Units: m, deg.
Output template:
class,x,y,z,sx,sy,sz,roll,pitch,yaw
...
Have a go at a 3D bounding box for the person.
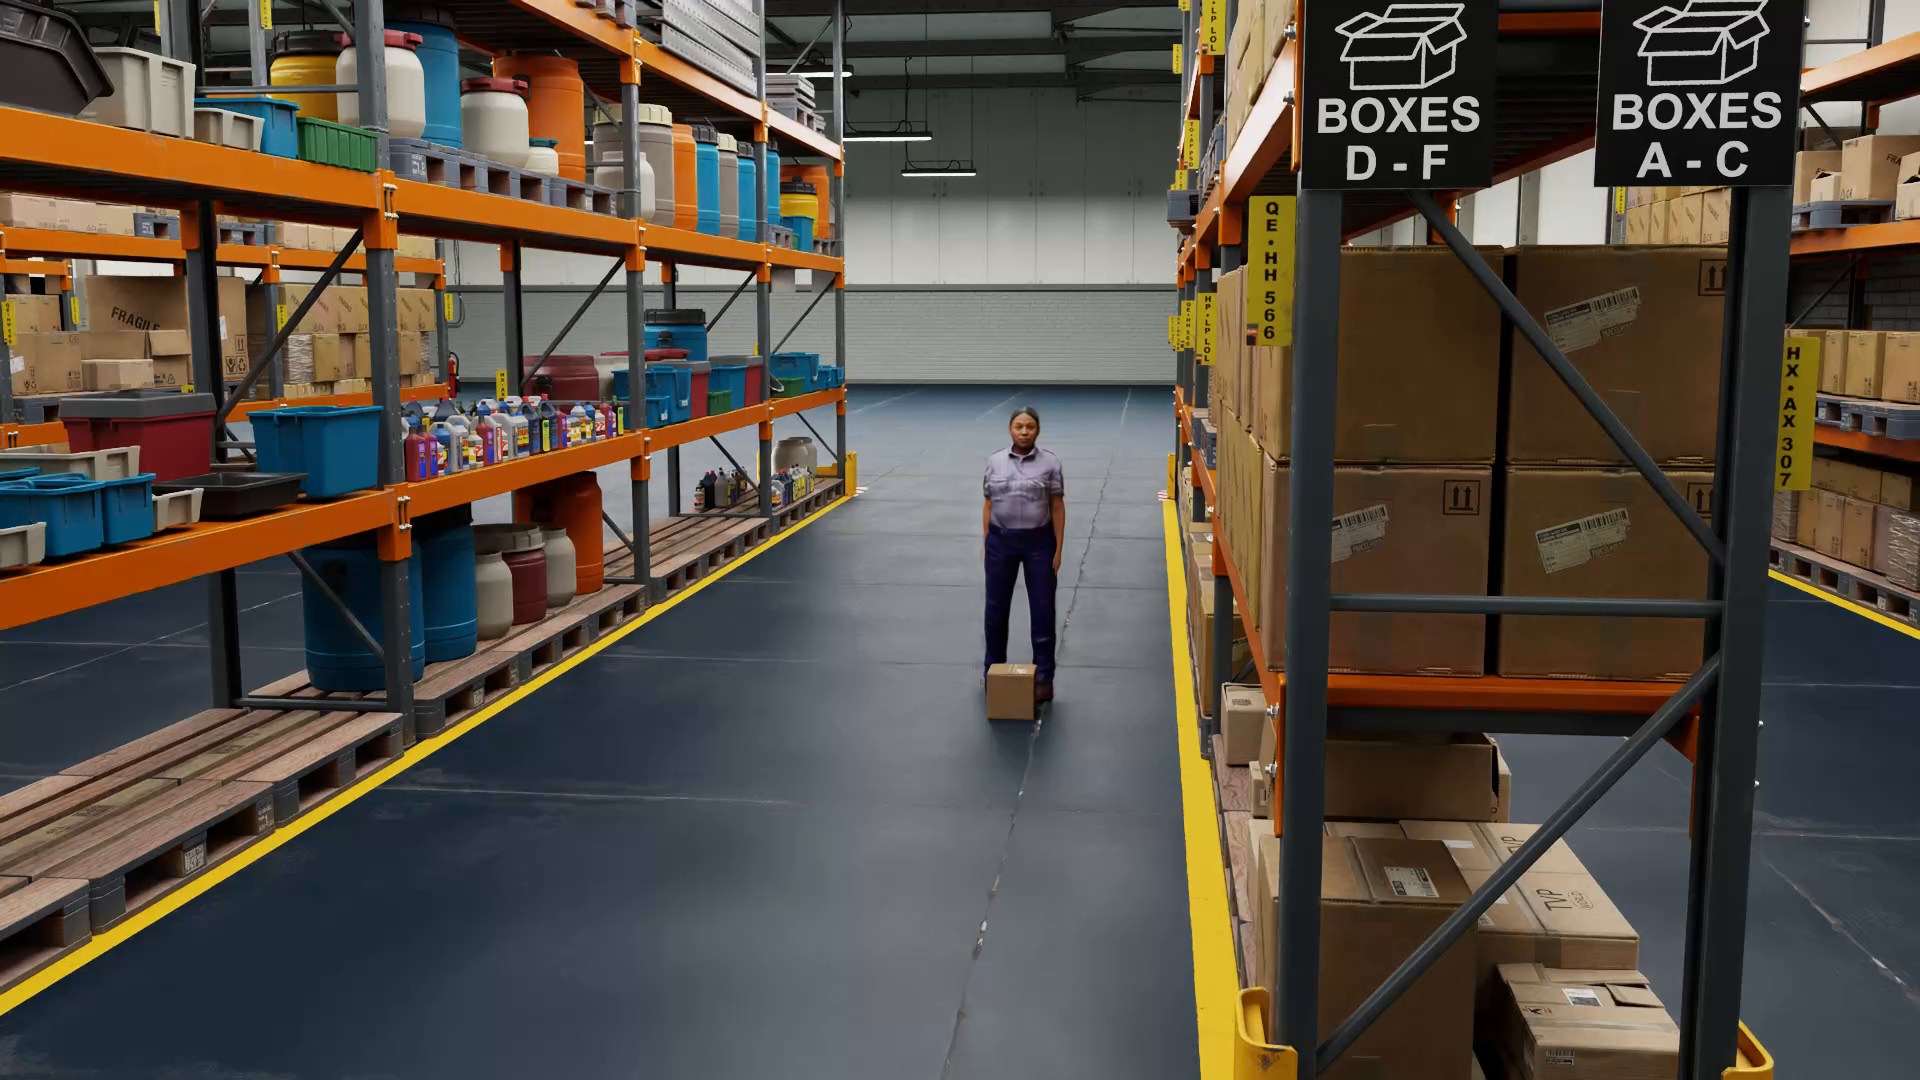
class,x,y,z,sx,sy,sz,roll,pitch,yaw
person,0.356,0.083,9.360,0.468,1.673,0.344,1,8,8
